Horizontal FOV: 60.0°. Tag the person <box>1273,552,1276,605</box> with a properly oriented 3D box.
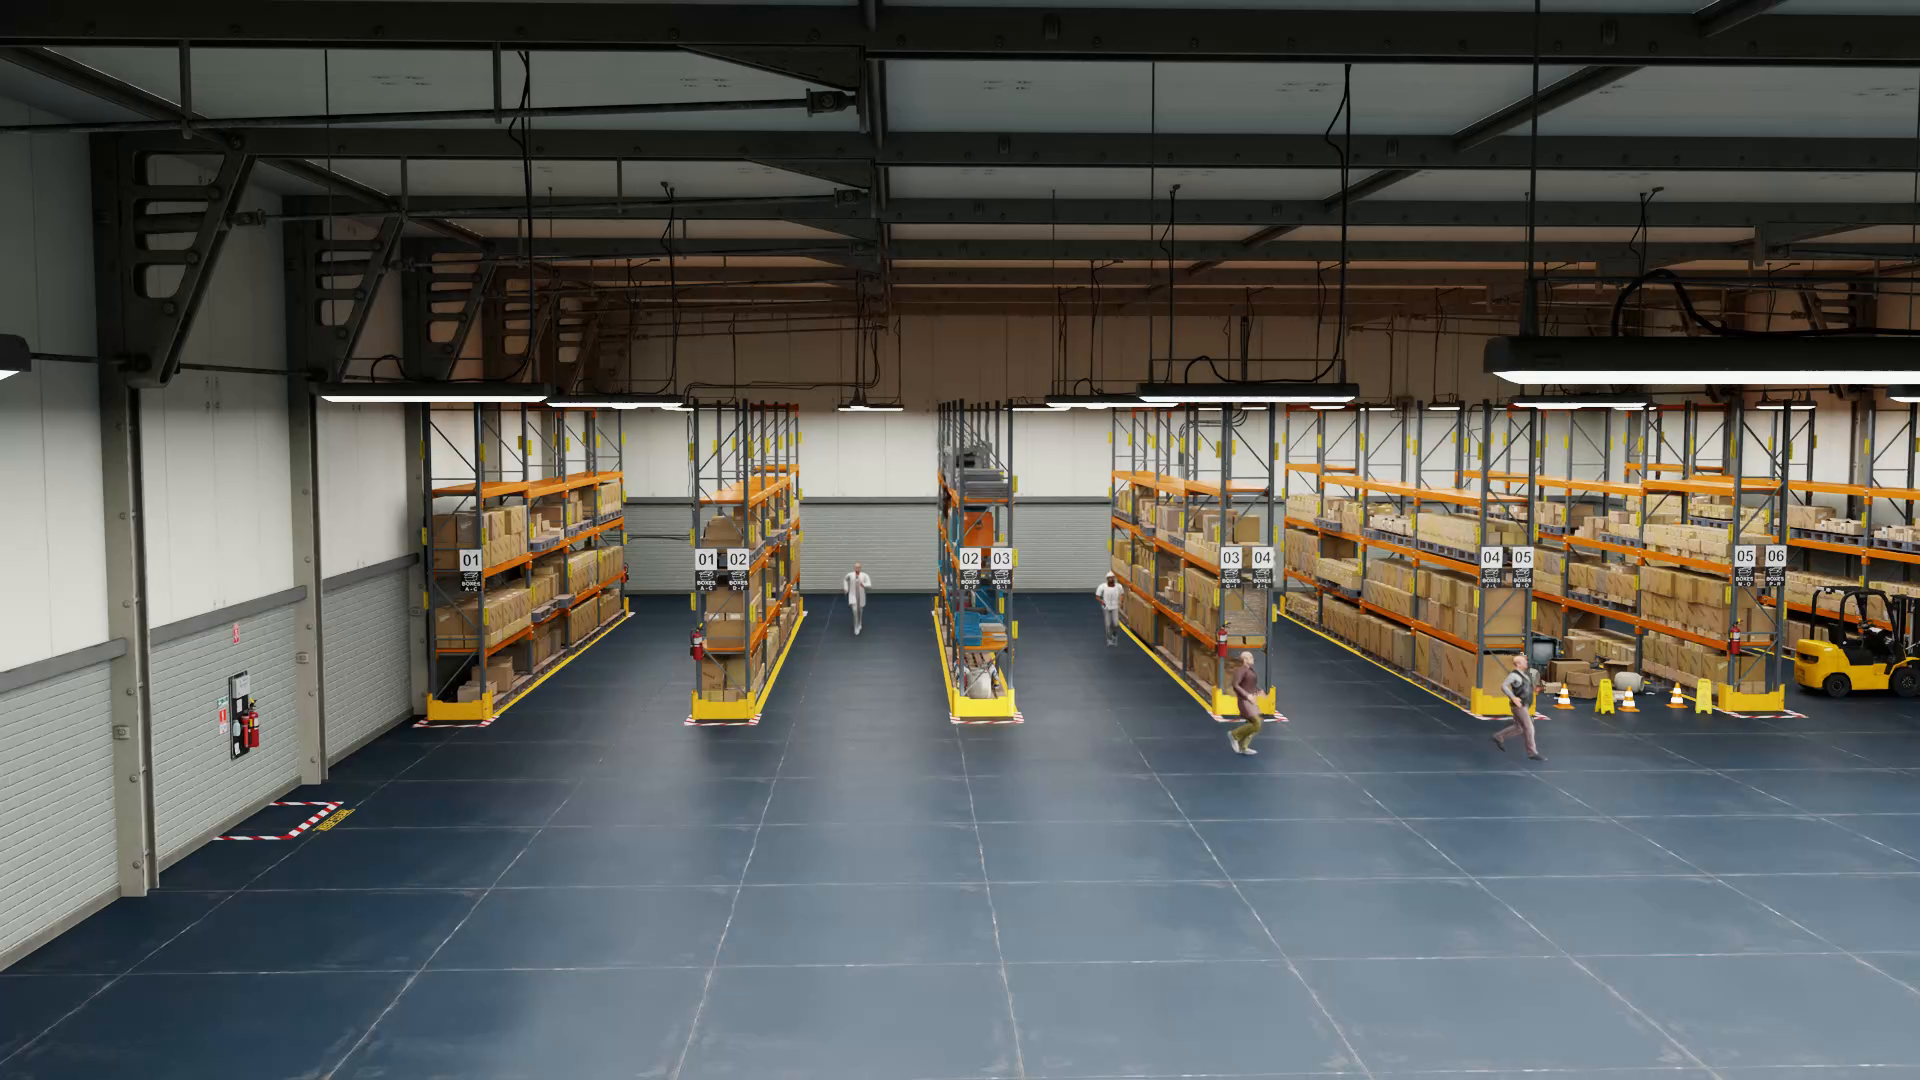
[{"bbox_3d":[8.986,1.181,48.485,0.614,1.772,0.656,-2,5,-28],"label":"person"}]

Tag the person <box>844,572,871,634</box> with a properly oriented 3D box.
[{"bbox_3d":[-2.672,1.628,43.483,0.682,1.575,0.918,-1,4,-9],"label":"person"}]

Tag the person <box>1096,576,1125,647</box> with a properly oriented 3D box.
[{"bbox_3d":[3.517,1.645,38.836,0.698,1.734,0.579,0,4,0],"label":"person"}]

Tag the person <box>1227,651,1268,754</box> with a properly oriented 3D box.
[{"bbox_3d":[4.870,2.734,27.905,0.536,1.732,0.649,2,5,20],"label":"person"}]

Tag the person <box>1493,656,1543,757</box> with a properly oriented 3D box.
[{"bbox_3d":[9.207,2.732,27.514,0.797,1.643,0.513,3,5,35],"label":"person"}]
